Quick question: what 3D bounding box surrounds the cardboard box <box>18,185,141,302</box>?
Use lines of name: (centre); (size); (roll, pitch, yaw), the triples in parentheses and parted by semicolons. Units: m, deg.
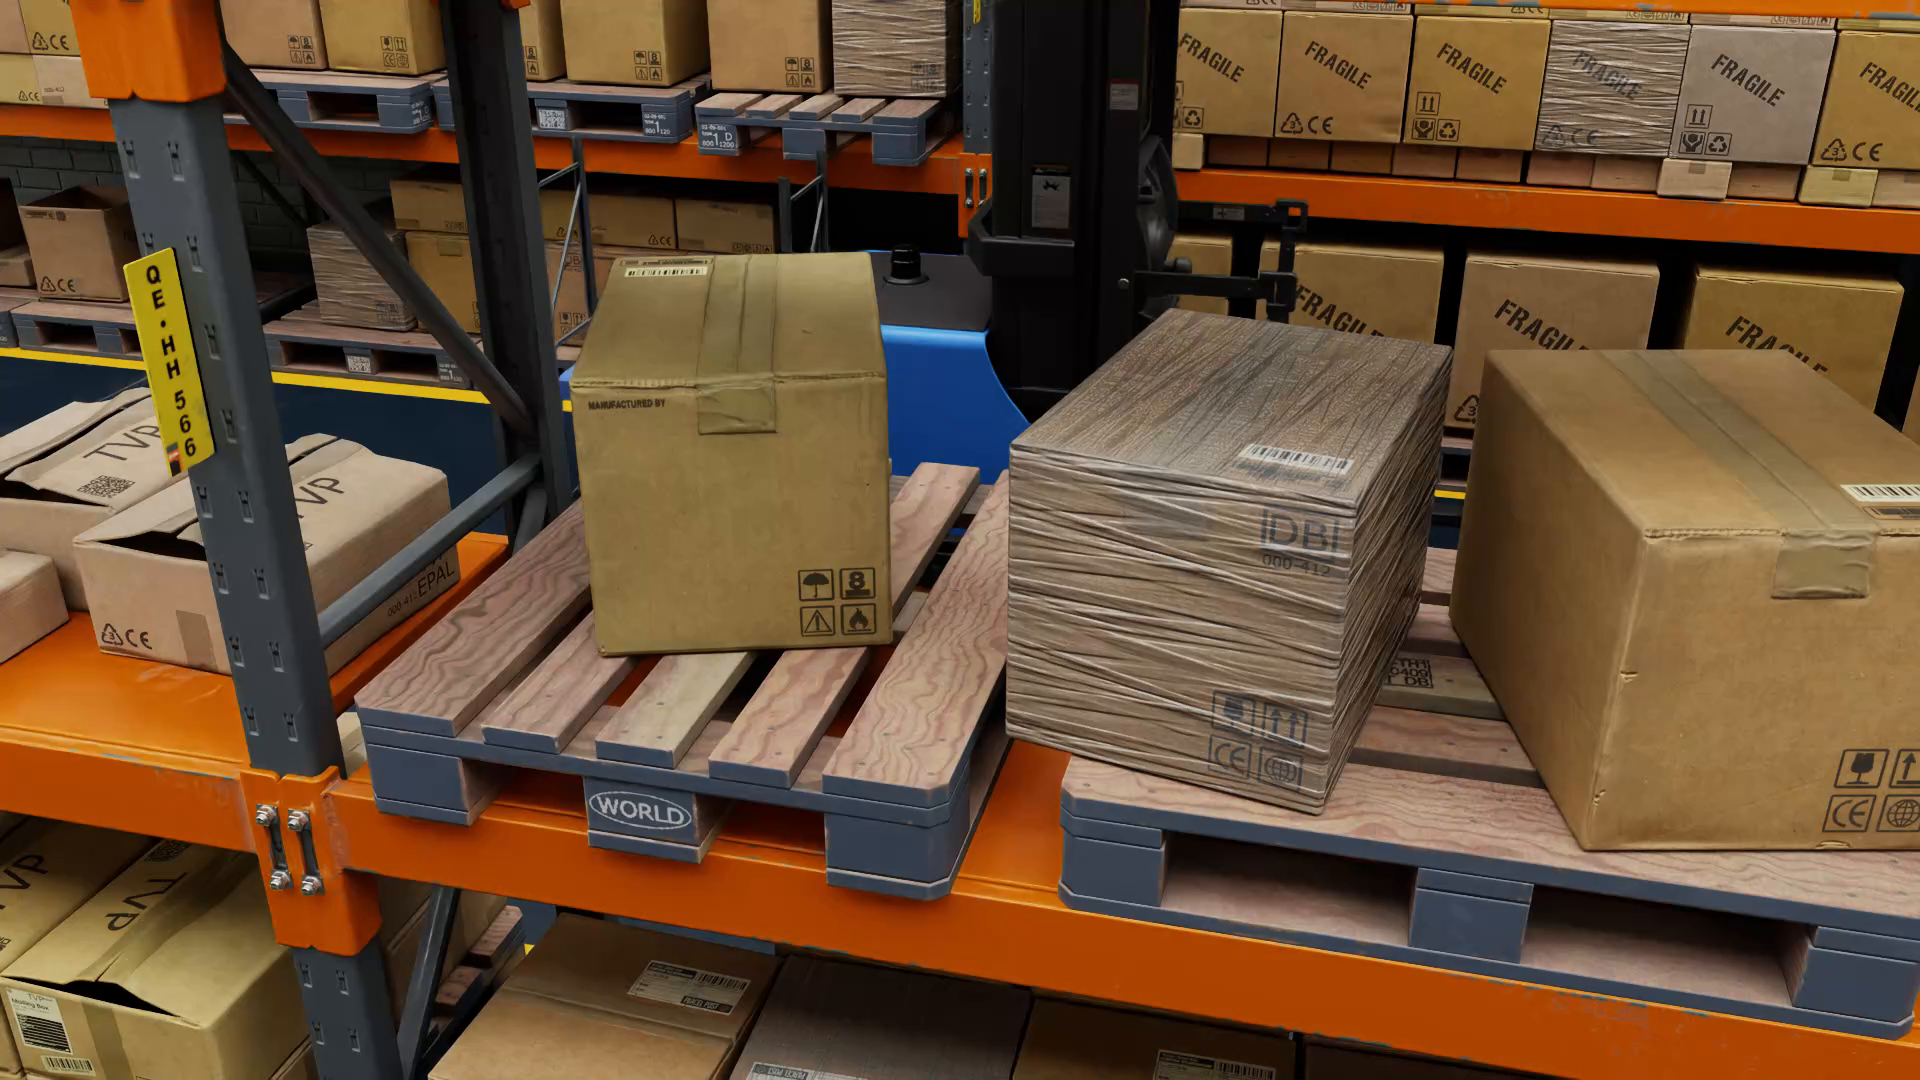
cardboard box: (-4.692, -1.625, 9.070); (0.500, 0.500, 0.500); (4, 26, 9)

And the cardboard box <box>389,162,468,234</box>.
cardboard box: (-2.532, -1.751, 8.463); (0.500, 0.250, 0.500); (6, 26, 12)

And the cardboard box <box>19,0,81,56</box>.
cardboard box: (-4.211, -2.662, 8.131); (0.500, 0.500, 0.500); (6, 26, 13)

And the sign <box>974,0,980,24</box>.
sign: (0.071, -2.292, 6.820); (0.005, 0.325, 0.100); (6, 26, 13)

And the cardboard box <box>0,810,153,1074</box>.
cardboard box: (-2.106, 0.823, 3.590); (0.500, 0.311, 0.500); (6, 26, 12)

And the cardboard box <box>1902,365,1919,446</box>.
cardboard box: (1.756, 0.033, 2.586); (0.500, 0.500, 0.700); (11, 27, 21)

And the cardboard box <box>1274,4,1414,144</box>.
cardboard box: (1.589, -1.949, 6.868); (0.500, 0.500, 0.500); (6, 26, 13)

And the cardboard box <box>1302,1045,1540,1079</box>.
cardboard box: (0.837, 1.291, 2.944); (0.500, 0.500, 0.500); (5, 26, 11)

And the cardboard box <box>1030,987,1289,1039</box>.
cardboard box: (0.433, 1.018, 3.517); (0.500, 0.500, 0.500); (5, 26, 11)

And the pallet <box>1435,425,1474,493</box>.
pallet: (2.120, -0.526, 7.609); (1.213, 0.211, 1.003); (6, 26, 13)

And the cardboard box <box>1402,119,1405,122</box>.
cardboard box: (2.077, -1.844, 7.403); (0.250, 0.149, 0.380); (6, 26, 12)

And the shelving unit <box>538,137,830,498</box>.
shelving unit: (-1.084, -0.782, 6.647); (1.048, 1.500, 0.538); (6, 26, 11)

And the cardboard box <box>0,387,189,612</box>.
cardboard box: (-1.851, -0.106, 3.586); (0.500, 0.311, 0.500); (6, 26, 12)

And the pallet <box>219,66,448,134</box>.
pallet: (-2.973, -2.231, 8.170); (1.213, 0.211, 1.003); (6, 26, 13)

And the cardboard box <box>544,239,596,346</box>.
cardboard box: (-1.962, -1.353, 8.498); (0.500, 0.500, 0.700); (7, 26, 14)

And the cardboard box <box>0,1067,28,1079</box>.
cardboard box: (-2.103, 1.074, 3.715); (0.500, 0.250, 0.500); (6, 26, 12)

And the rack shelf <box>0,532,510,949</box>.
rack shelf: (-2.970, 0.141, 3.801); (4.000, 0.370, 1.077); (6, 26, 13)

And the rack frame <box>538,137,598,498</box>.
rack frame: (-1.580, -0.830, 6.748); (0.032, 1.500, 0.500); (6, 26, 11)

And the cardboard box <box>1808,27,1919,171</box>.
cardboard box: (3.562, -1.737, 6.423); (0.500, 0.500, 0.500); (6, 26, 12)

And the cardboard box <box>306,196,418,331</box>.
cardboard box: (-2.960, -1.458, 8.720); (0.500, 0.500, 0.700); (7, 26, 15)

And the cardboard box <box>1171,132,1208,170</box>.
cardboard box: (0.937, -1.702, 7.104); (0.250, 0.149, 0.380); (7, 26, 15)

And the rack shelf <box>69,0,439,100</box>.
rack shelf: (-2.970, -1.213, 3.156); (4.000, 0.370, 1.077); (6, 26, 13)

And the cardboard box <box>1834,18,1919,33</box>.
cardboard box: (3.555, -2.074, 6.260); (0.500, 0.250, 0.500); (7, 26, 14)

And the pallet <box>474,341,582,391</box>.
pallet: (-1.737, -0.989, 8.581); (1.213, 0.211, 1.003); (6, 26, 13)

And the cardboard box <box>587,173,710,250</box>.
cardboard box: (-1.549, -1.636, 8.221); (0.500, 0.250, 0.500); (6, 26, 13)

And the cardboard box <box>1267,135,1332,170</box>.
cardboard box: (1.465, -1.702, 7.104); (0.250, 0.149, 0.380); (7, 26, 14)

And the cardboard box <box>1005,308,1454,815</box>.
cardboard box: (0.444, -0.006, 2.669); (0.500, 0.500, 0.700); (11, 28, 23)

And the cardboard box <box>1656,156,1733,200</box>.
cardboard box: (2.913, -1.485, 6.649); (0.250, 0.149, 0.380); (6, 26, 13)

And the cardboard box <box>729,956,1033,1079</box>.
cardboard box: (-0.155, 1.182, 3.174); (0.500, 0.500, 0.500); (5, 26, 11)

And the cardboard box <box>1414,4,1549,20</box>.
cardboard box: (2.075, -2.242, 6.612); (0.500, 0.250, 0.500); (6, 26, 12)

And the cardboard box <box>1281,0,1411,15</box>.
cardboard box: (1.579, -2.294, 6.721); (0.500, 0.250, 0.500); (6, 26, 13)

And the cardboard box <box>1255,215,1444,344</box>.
cardboard box: (1.724, -1.021, 7.418); (0.750, 0.750, 0.750); (6, 26, 13)

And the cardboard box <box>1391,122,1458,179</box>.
cardboard box: (1.947, -1.636, 6.967); (0.250, 0.149, 0.380); (6, 26, 13)

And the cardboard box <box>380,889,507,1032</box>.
cardboard box: (-1.467, 0.904, 4.072); (0.500, 0.250, 0.500); (6, 26, 13)

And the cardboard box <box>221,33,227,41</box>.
cardboard box: (-4.078, -2.541, 8.749); (0.500, 0.250, 0.500); (7, 26, 14)

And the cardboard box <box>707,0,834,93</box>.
cardboard box: (-0.808, -2.371, 7.612); (0.500, 0.500, 0.700); (4, 26, 8)

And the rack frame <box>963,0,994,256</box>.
rack frame: (0.197, -2.032, 7.529); (0.127, 3.000, 1.000); (6, 26, 13)

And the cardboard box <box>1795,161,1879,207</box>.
cardboard box: (3.423, -1.435, 6.544); (0.250, 0.149, 0.380); (7, 26, 14)

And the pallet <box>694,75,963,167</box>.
pallet: (-0.519, -1.977, 7.637); (1.003, 0.211, 1.213); (6, 26, 13)

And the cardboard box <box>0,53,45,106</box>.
cardboard box: (-4.691, -2.383, 8.417); (0.500, 0.250, 0.500); (6, 26, 13)

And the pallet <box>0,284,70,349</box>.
pallet: (-5.521, -1.388, 9.420); (1.213, 0.211, 1.003); (6, 26, 13)

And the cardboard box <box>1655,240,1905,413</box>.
cardboard box: (3.410, -0.838, 7.034); (0.750, 0.750, 0.750); (7, 26, 14)

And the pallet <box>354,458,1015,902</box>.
pallet: (-0.359, 0.161, 3.146); (1.003, 0.211, 1.213); (6, 26, 13)

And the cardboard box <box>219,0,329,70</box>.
cardboard box: (-3.192, -2.635, 8.168); (0.500, 0.500, 0.700); (6, 26, 13)

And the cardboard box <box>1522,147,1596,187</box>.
cardboard box: (2.454, -1.572, 6.832); (0.250, 0.149, 0.380); (6, 26, 12)

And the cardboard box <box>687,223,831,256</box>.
cardboard box: (-0.983, -1.261, 8.305); (0.500, 0.500, 0.700); (6, 26, 13)

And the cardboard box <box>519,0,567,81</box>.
cardboard box: (-2.007, -2.515, 7.915); (0.500, 0.500, 0.700); (10, 27, 20)

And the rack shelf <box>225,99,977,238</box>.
rack shelf: (-1.740, -1.921, 8.133); (4.000, 0.370, 1.077); (6, 26, 13)

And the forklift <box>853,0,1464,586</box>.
forklift: (0.886, -1.198, 5.857); (3.031, 2.935, 1.130); (6, 26, 11)

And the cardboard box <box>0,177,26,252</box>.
cardboard box: (-5.653, -1.687, 9.199); (0.500, 0.500, 0.700); (5, 26, 10)

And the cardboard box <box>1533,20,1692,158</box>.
cardboard box: (2.581, -1.845, 6.649); (0.500, 0.500, 0.500); (6, 26, 13)

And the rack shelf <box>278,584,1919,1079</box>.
rack shelf: (0.904, 0.569, 2.901); (4.000, 0.370, 1.077); (6, 26, 13)

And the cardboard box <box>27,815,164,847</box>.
cardboard box: (-1.978, 0.598, 4.062); (0.500, 0.311, 0.500); (6, 26, 12)

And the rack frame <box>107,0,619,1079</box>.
rack frame: (-1.033, 0.031, 3.196); (0.127, 3.000, 1.000); (6, 26, 13)
